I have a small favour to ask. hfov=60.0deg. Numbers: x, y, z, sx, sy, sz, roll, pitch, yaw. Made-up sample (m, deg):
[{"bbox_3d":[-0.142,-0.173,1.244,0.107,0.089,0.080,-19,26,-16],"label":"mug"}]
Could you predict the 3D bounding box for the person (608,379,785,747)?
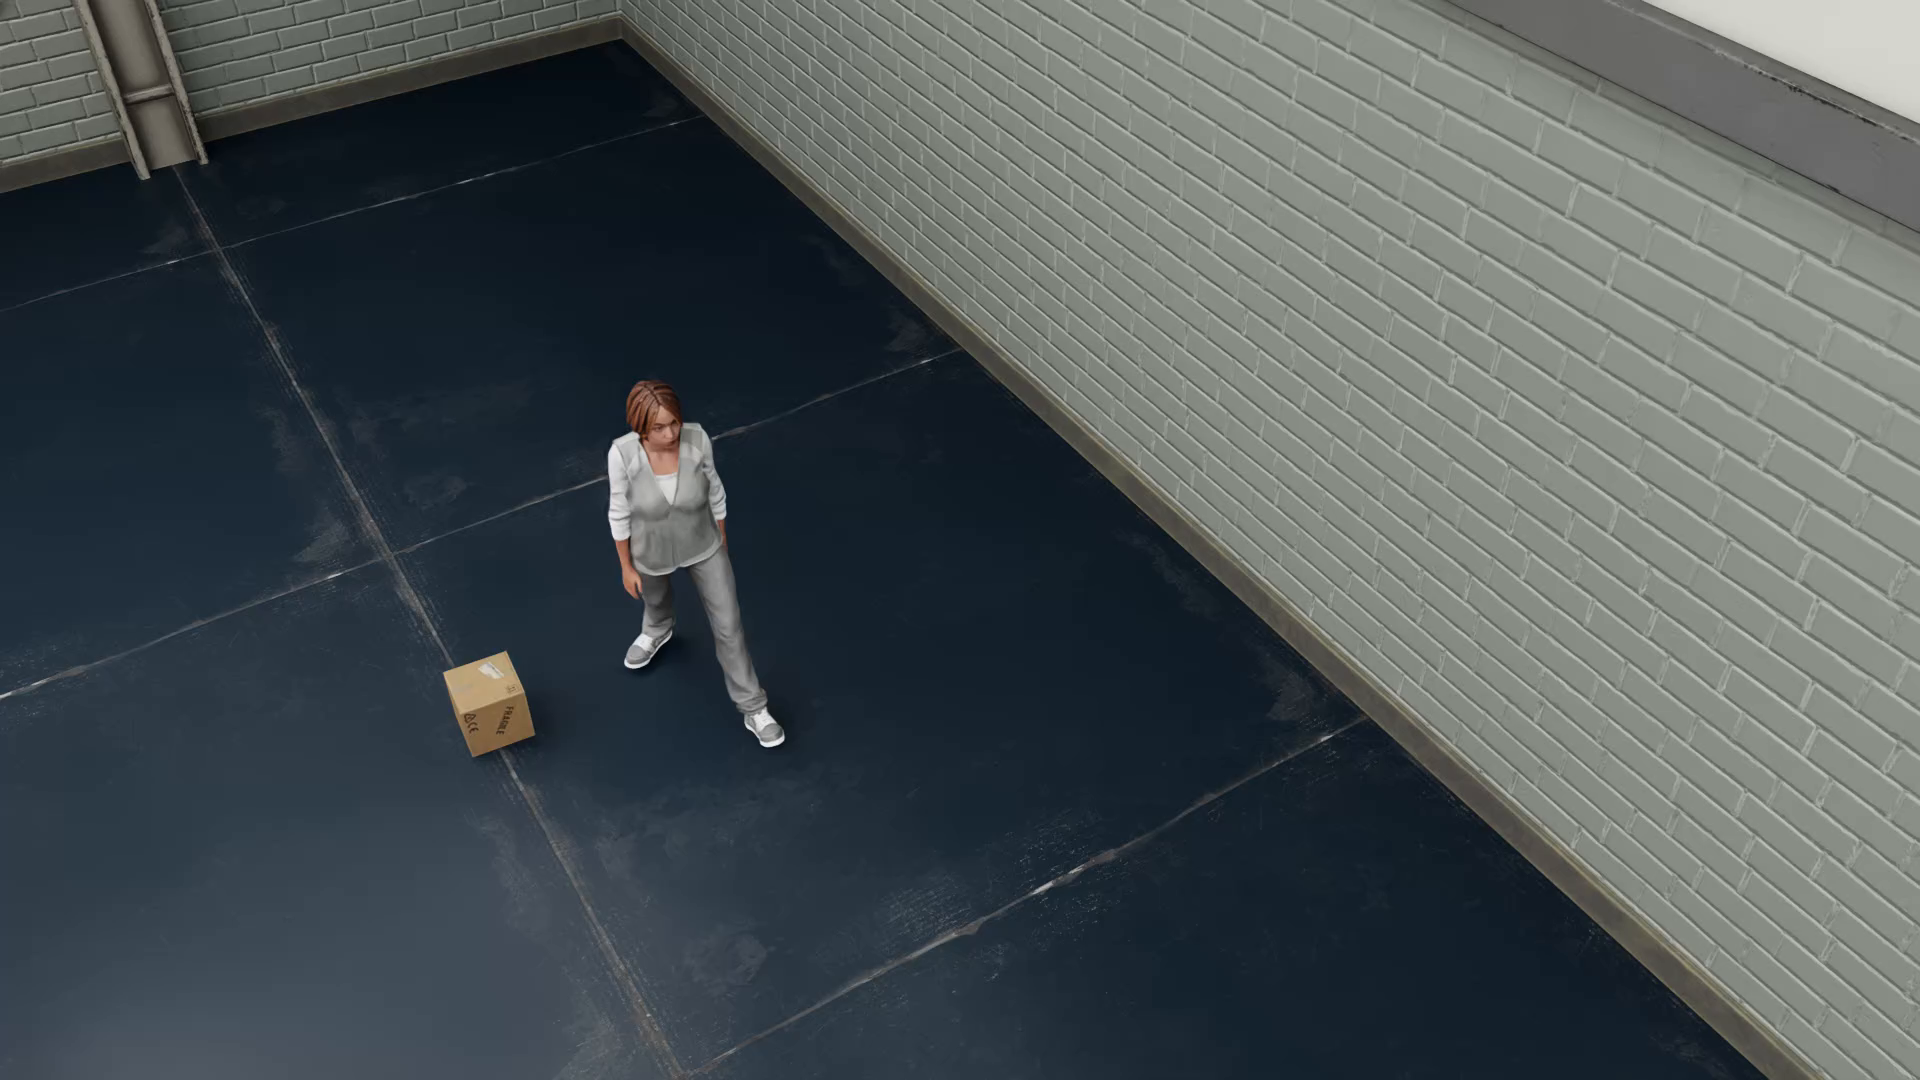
[{"bbox_3d":[-1.029,0.047,6.116,0.554,1.537,0.815,-10,42,-11],"label":"person"}]
